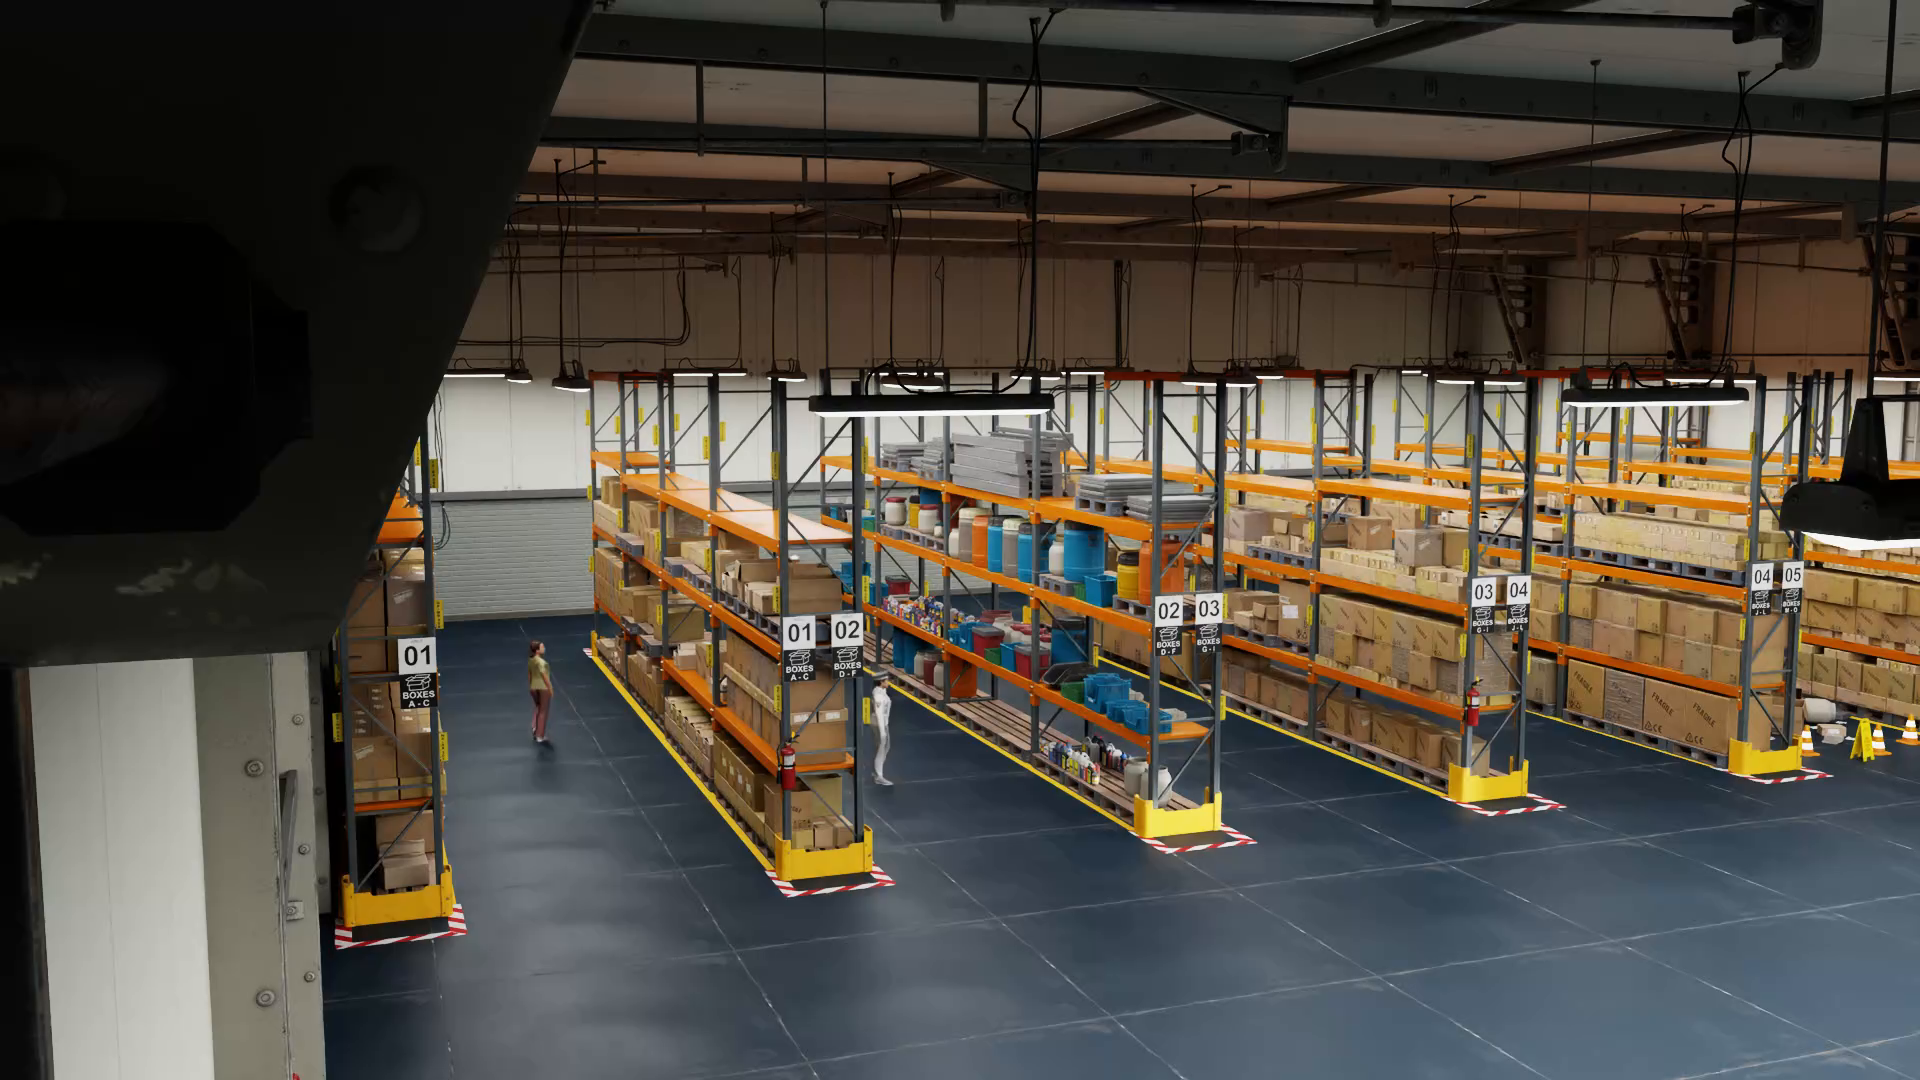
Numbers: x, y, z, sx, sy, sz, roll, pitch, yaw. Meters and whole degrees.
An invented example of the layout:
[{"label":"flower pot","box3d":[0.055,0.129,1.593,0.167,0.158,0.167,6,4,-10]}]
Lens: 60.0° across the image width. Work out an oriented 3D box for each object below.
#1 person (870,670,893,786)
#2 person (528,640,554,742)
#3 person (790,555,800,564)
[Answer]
[{"label":"person","box3d":[-1.172,2.794,24.588,0.348,1.747,0.576,0,6,-2]},{"label":"person","box3d":[-6.844,2.461,27.208,0.476,1.677,0.444,2,7,17]},{"label":"person","box3d":[-3.735,1.221,37.747,0.614,1.742,0.942,0,6,-4]}]
